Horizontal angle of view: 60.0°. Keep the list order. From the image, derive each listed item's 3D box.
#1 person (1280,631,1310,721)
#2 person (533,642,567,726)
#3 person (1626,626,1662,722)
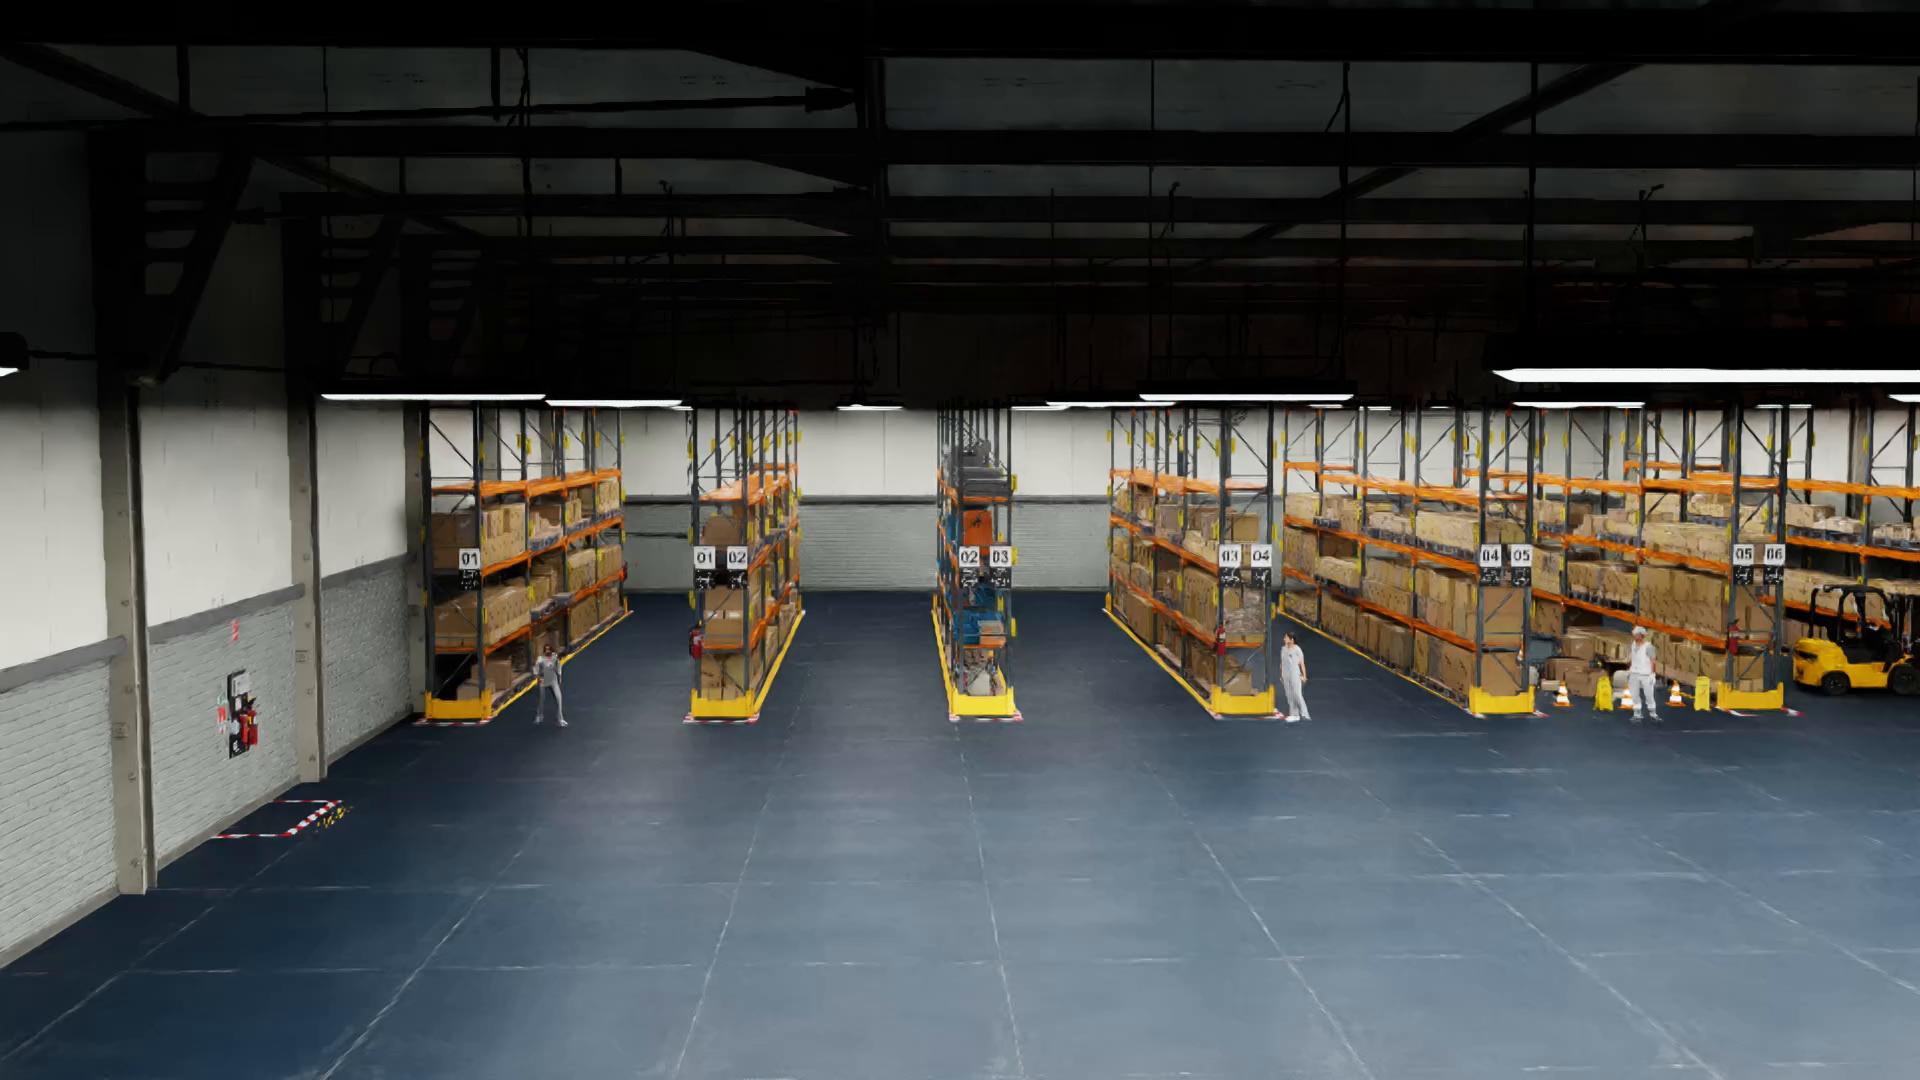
[{"bbox_3d":[6.212,2.515,30.783,0.591,1.659,0.443,4,6,43],"label":"person"},{"bbox_3d":[-7.512,2.603,30.361,0.562,1.527,0.782,-2,5,-19],"label":"person"},{"bbox_3d":[12.608,2.473,30.690,0.542,1.782,0.642,-3,5,-31],"label":"person"}]
